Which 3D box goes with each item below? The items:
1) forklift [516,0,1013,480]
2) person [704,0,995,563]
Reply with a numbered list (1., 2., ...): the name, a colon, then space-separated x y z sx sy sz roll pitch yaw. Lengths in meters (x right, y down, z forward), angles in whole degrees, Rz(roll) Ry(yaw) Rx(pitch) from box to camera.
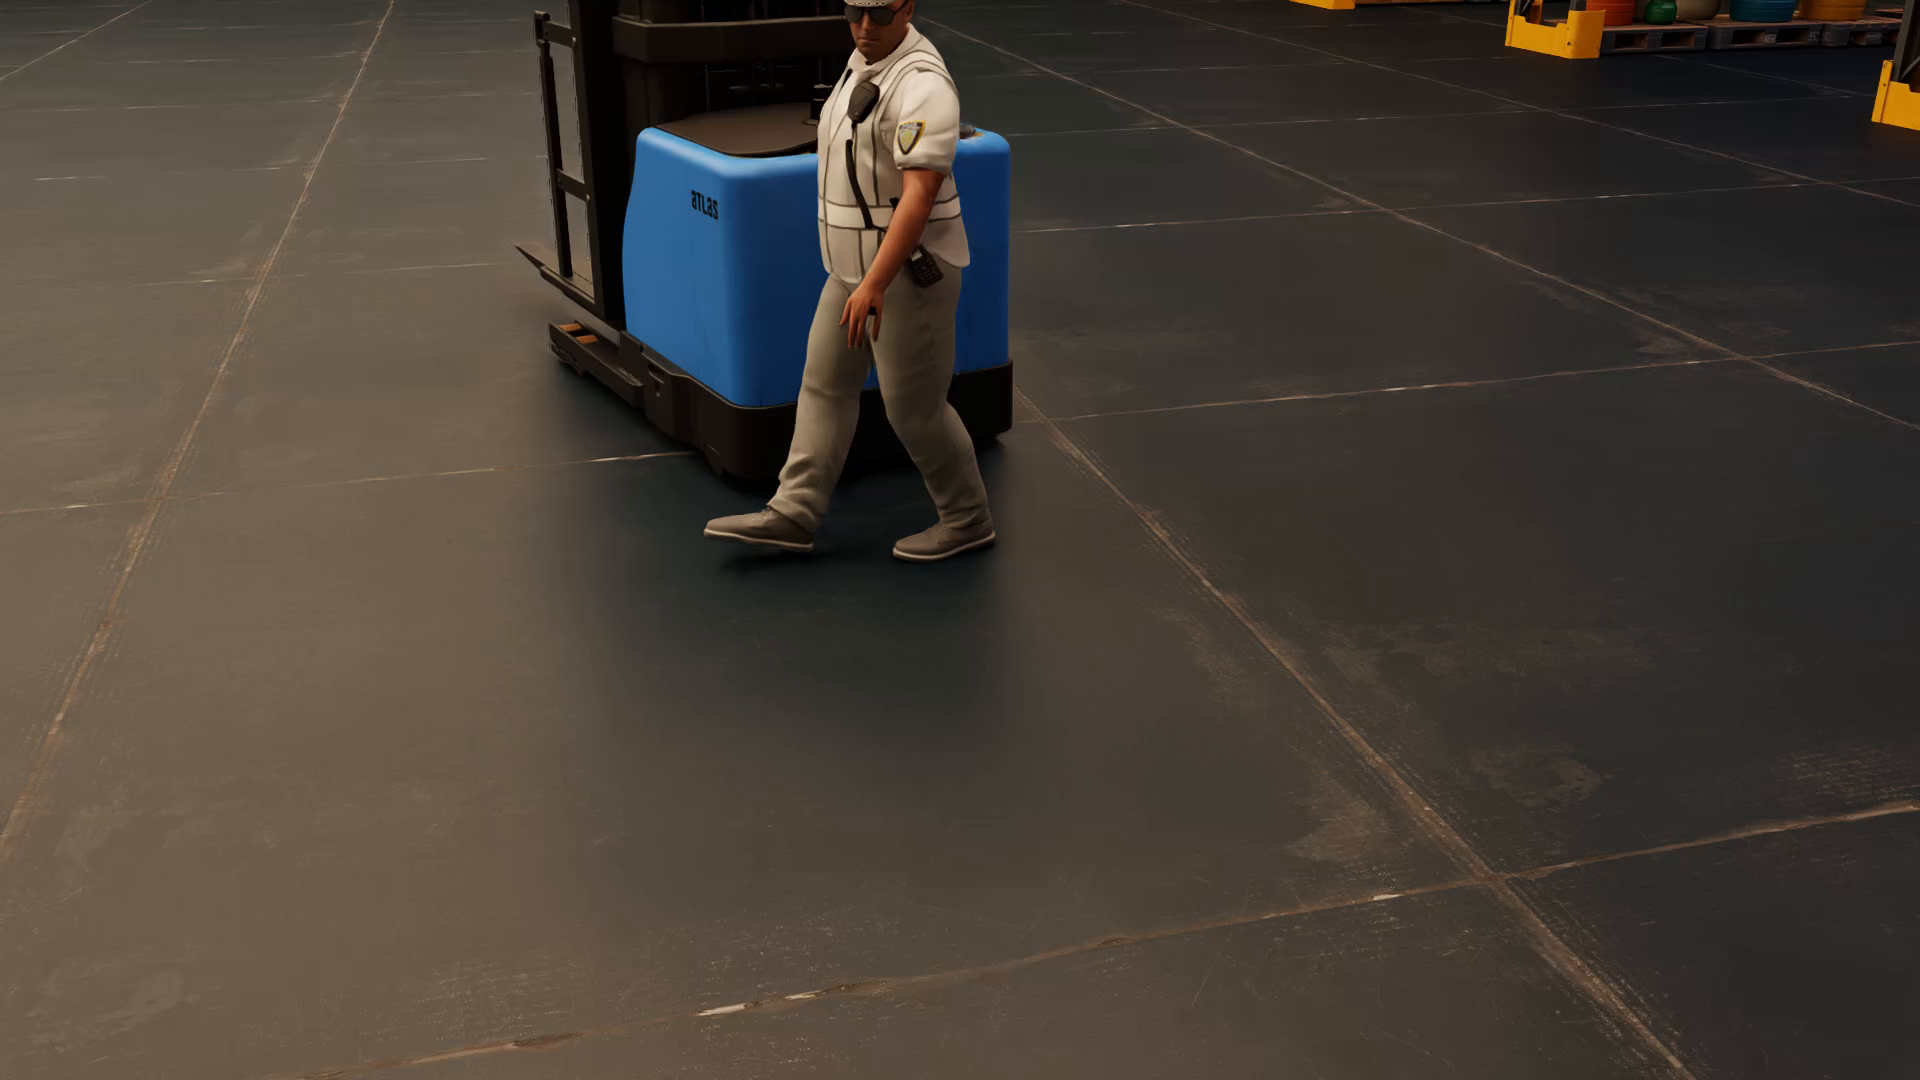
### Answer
1. forklift: -1.000 -2.074 6.183 1.130 2.935 3.031 -13 26 -28
2. person: -0.313 -0.737 4.603 0.830 1.714 0.724 -12 26 -26
